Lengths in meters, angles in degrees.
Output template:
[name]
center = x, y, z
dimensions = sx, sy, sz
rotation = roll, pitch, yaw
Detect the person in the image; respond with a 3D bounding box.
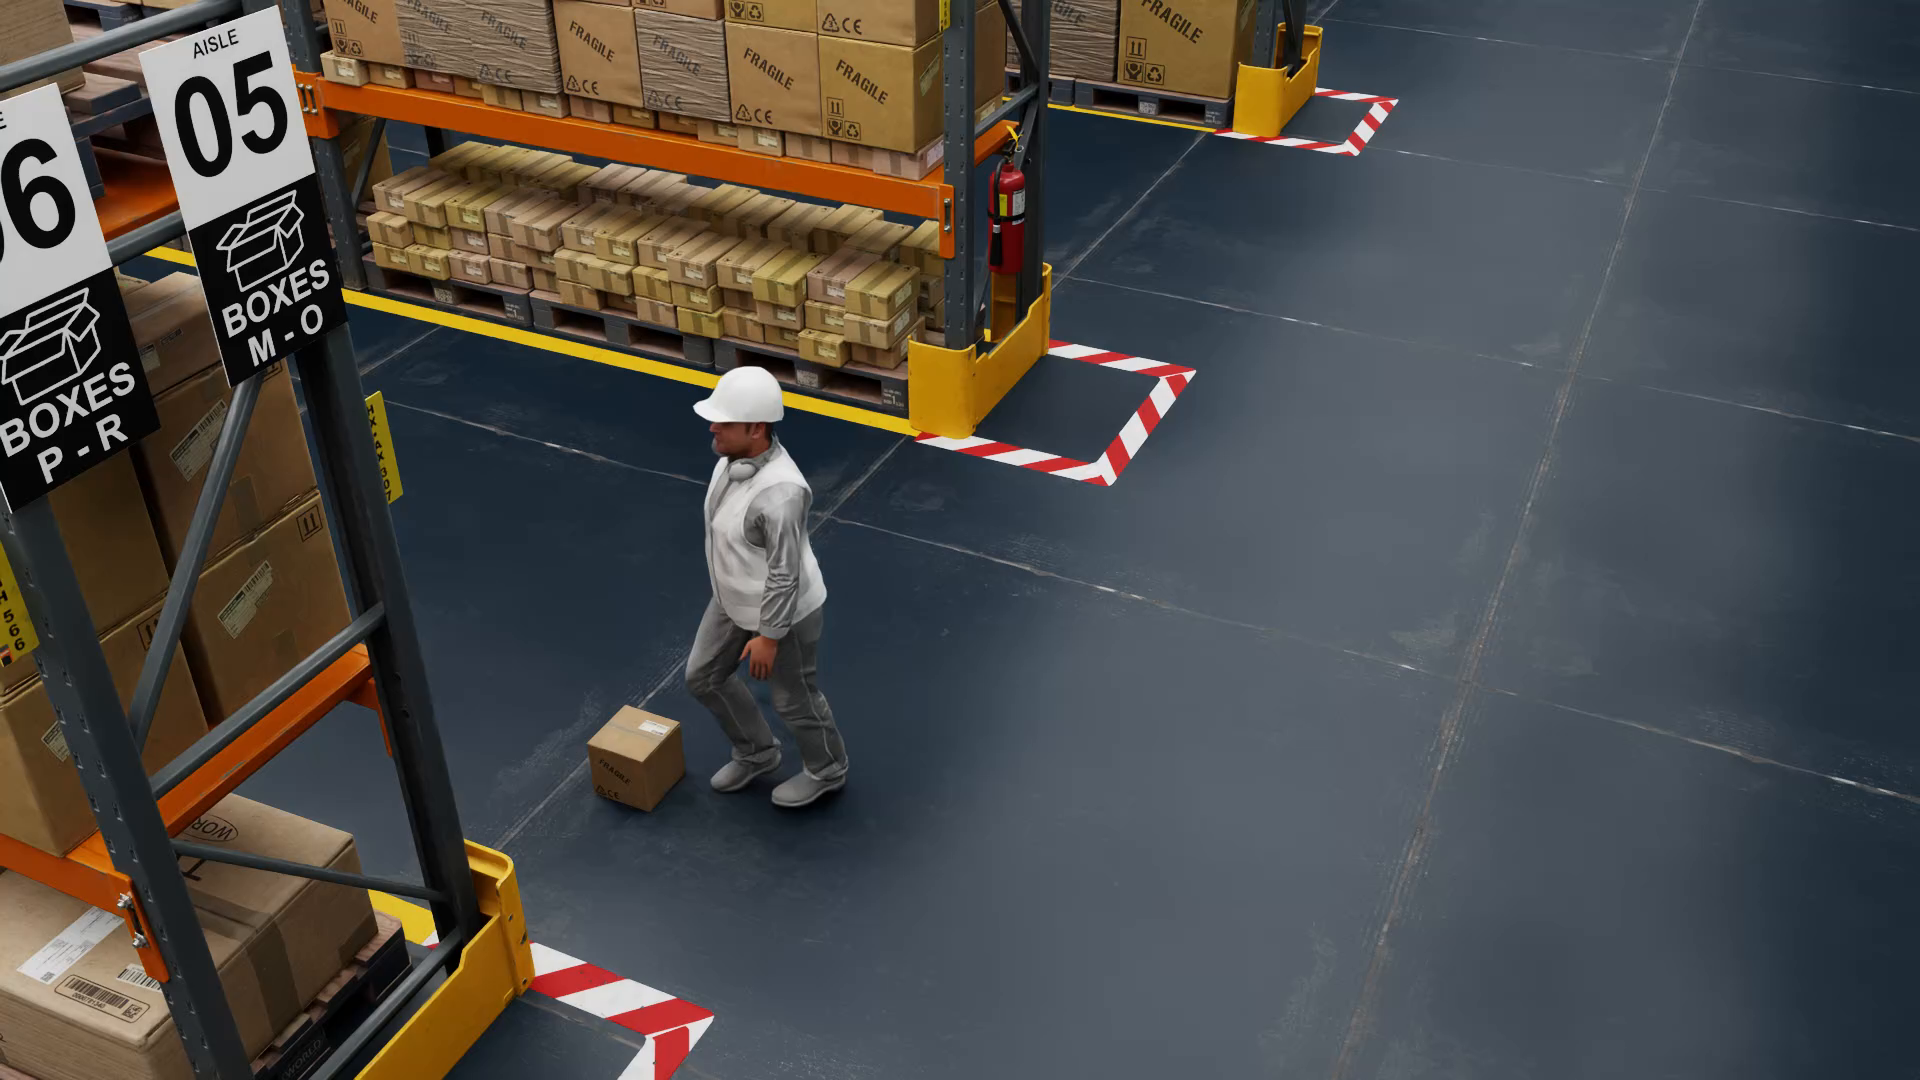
[person]
center = -0.681, 0.220, 5.773
dimensions = 0.527, 1.794, 0.568
rotation = -18, 37, -25
